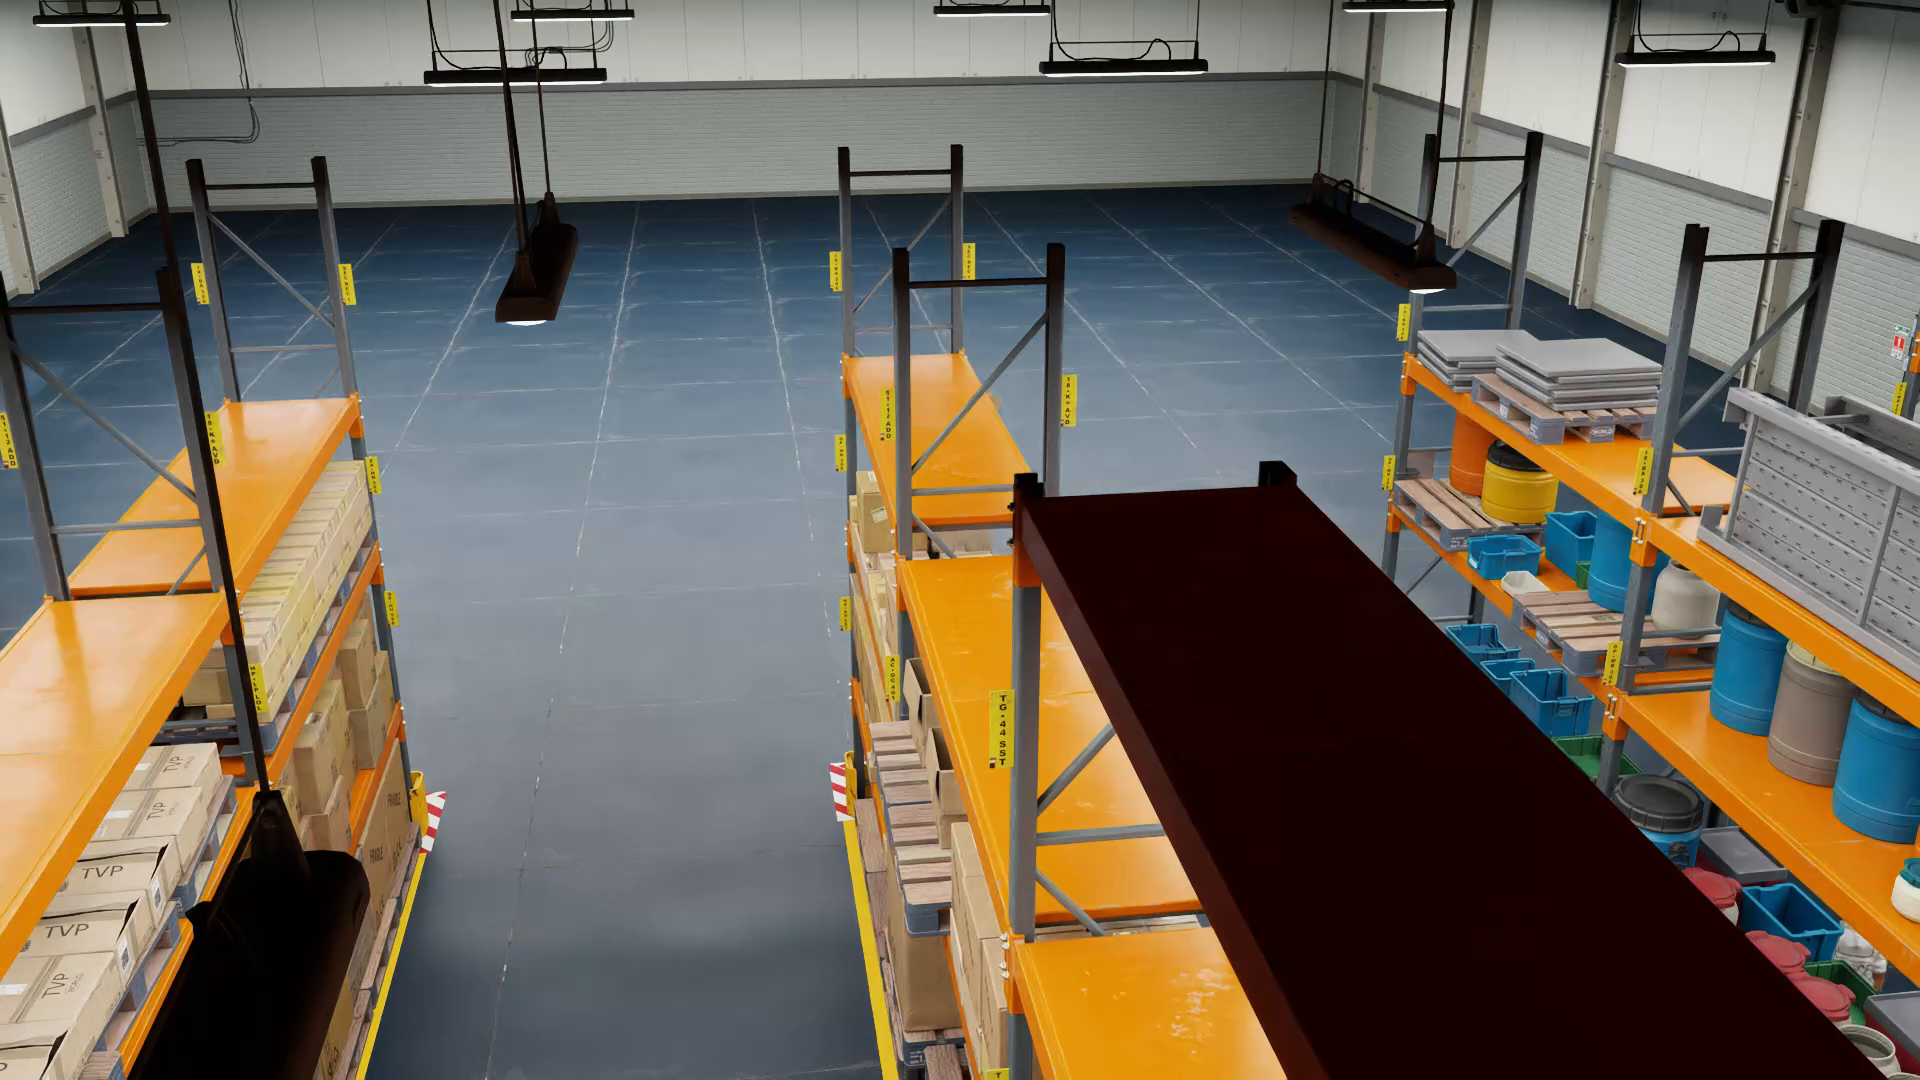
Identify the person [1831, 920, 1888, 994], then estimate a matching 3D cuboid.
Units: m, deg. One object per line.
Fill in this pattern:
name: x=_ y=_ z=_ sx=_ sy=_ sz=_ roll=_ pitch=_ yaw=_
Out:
person: x=6.081 y=3.153 z=11.508 sx=0.553 sy=1.706 sz=0.460 roll=4 pitch=22 yaw=10
